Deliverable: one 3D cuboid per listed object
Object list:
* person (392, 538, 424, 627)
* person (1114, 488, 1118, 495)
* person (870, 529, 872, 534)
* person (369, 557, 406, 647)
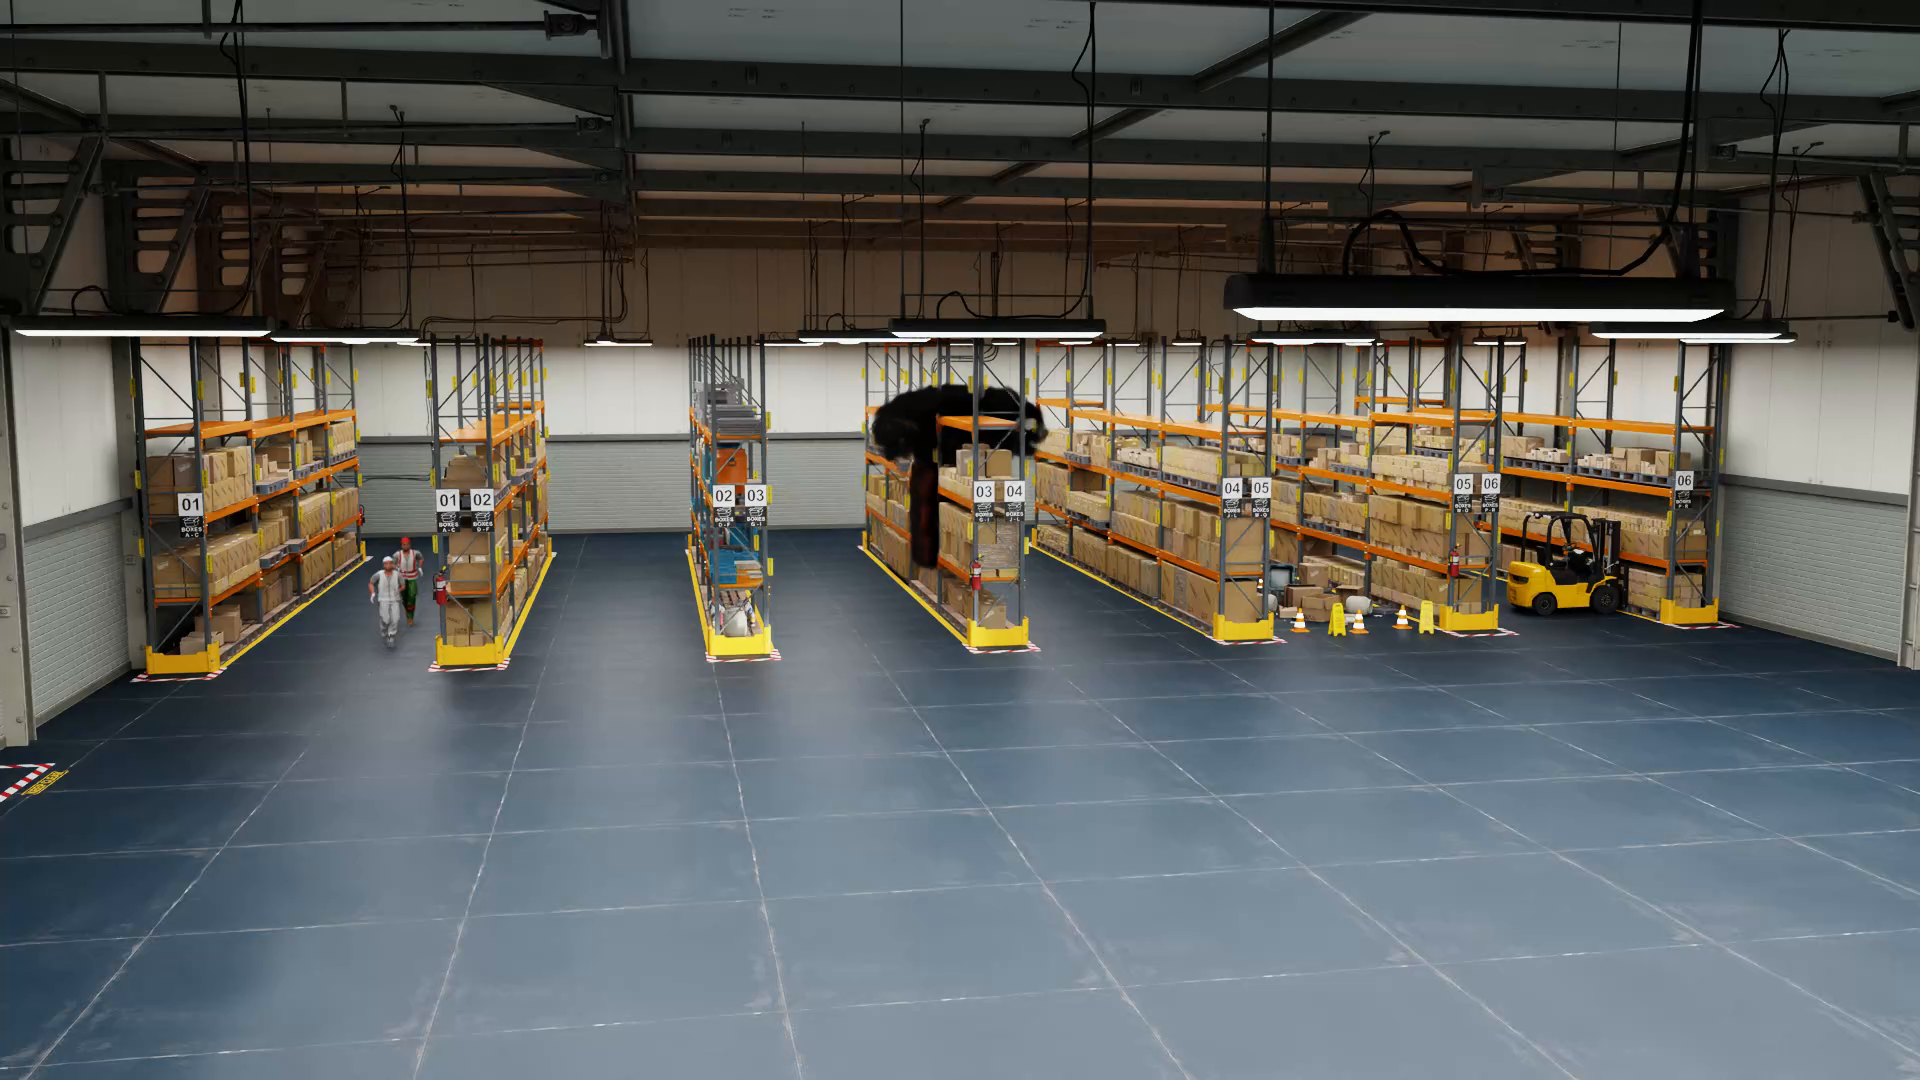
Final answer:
[{"bbox_3d":[-11.576,0.845,34.842,0.654,1.811,0.991,-2,7,-16],"label":"person"},{"bbox_3d":[4.459,-0.620,48.081,0.595,1.742,0.756,-2,7,-21],"label":"person"},{"bbox_3d":[-2.305,-0.741,48.999,0.730,1.759,0.751,0,7,-2],"label":"person"},{"bbox_3d":[-10.953,1.194,31.911,0.649,1.750,0.611,-3,7,-28],"label":"person"}]
